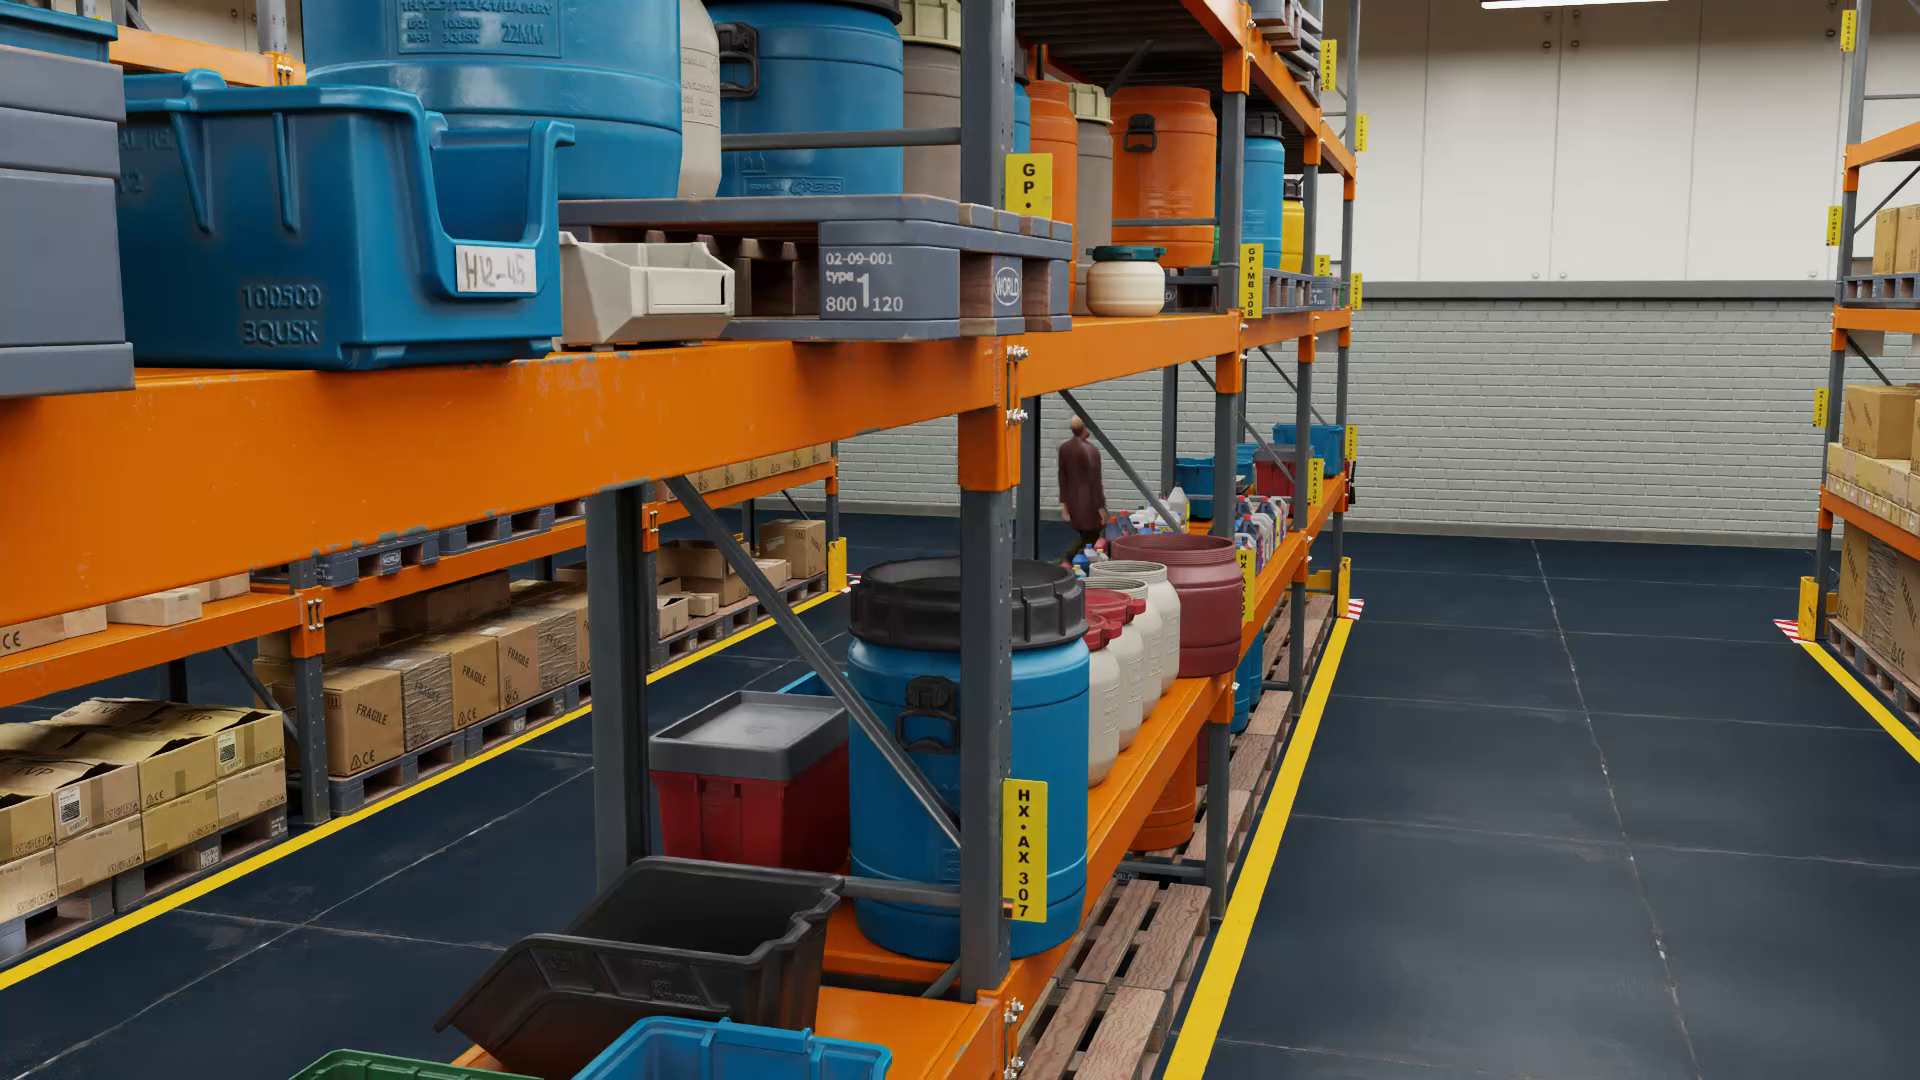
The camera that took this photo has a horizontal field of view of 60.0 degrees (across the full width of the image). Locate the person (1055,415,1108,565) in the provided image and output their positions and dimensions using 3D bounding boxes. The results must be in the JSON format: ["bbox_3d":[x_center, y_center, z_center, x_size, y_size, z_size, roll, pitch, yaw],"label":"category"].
[{"bbox_3d":[1.184,-0.337,16.065,0.573,1.766,0.596,-4,9,-28],"label":"person"}]
